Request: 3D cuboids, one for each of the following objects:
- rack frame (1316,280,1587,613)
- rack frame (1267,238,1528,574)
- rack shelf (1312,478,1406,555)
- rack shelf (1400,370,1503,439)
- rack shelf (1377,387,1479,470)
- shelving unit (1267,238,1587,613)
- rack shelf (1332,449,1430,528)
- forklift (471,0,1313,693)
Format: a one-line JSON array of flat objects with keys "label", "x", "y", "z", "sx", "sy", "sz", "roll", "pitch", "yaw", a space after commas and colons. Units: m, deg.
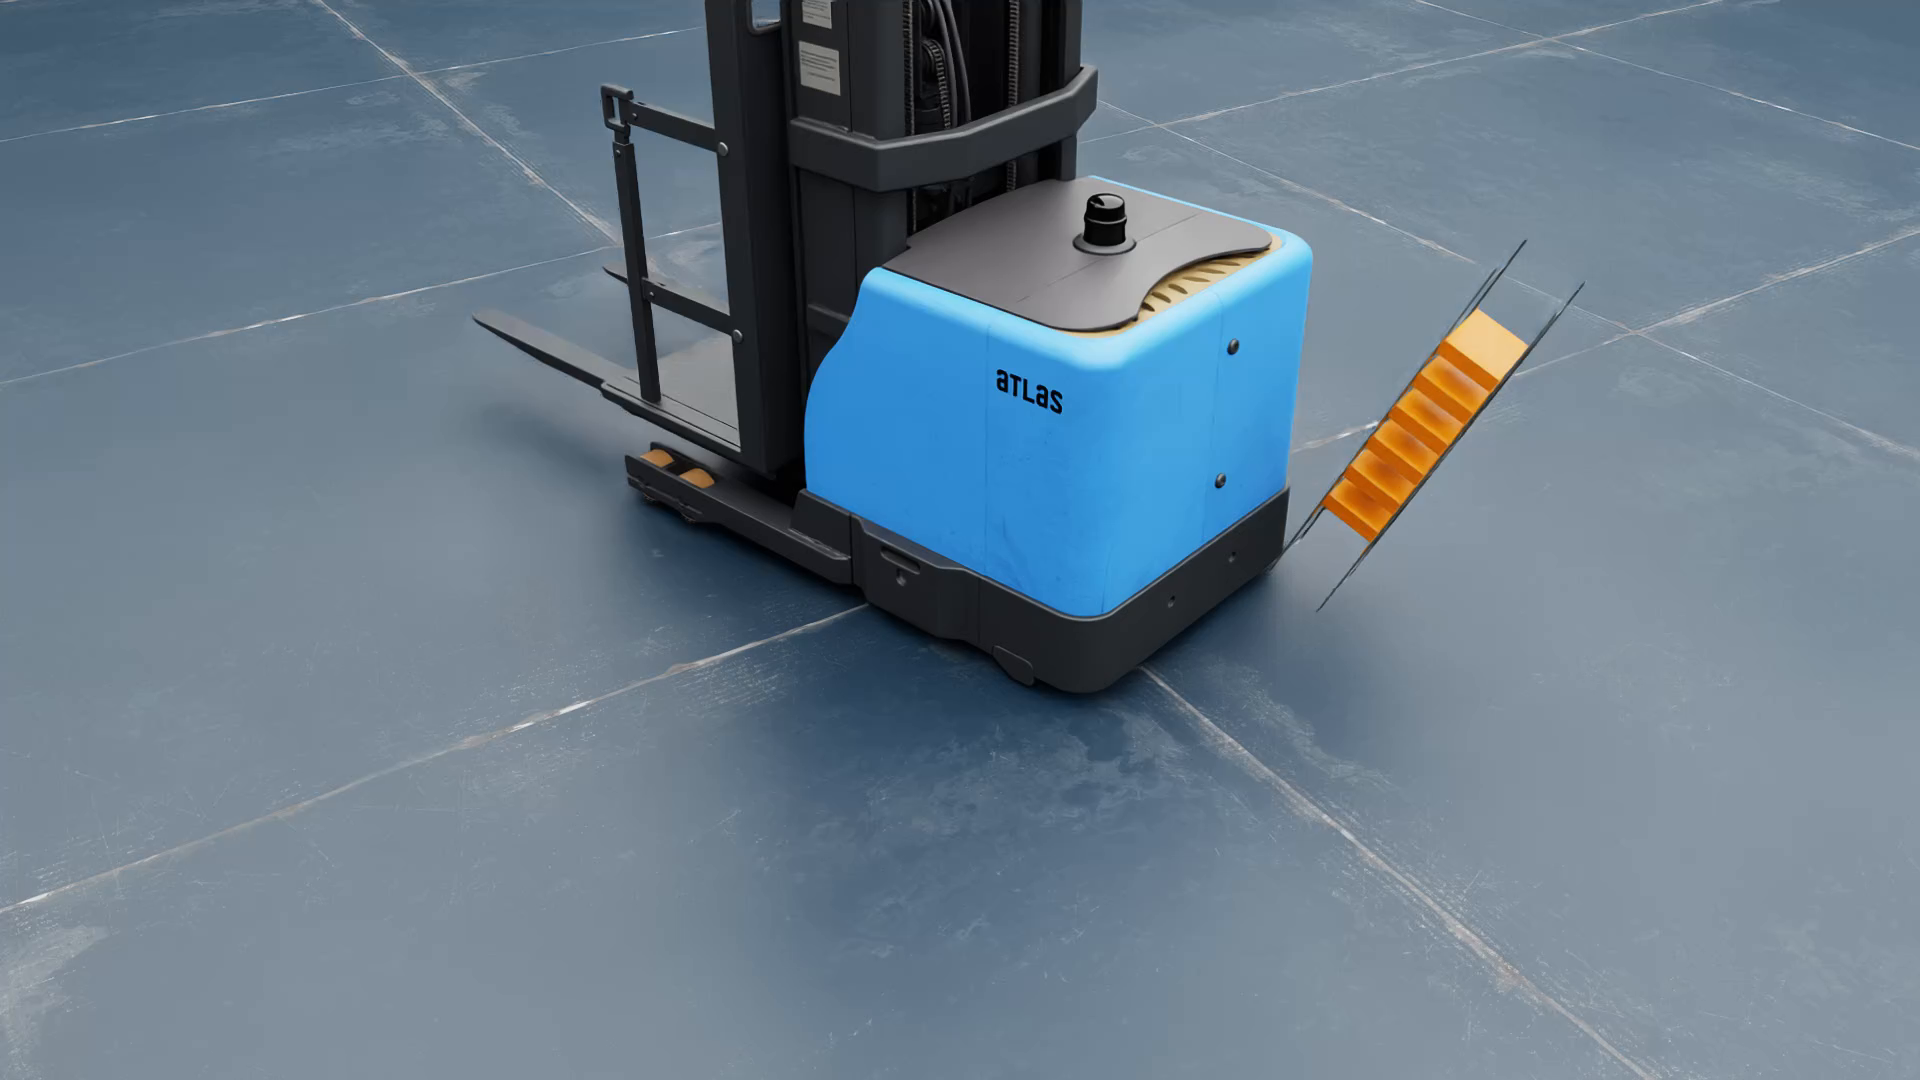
[{"label": "rack frame", "x": 1.328, "y": -0.225, "z": 4.581, "sx": 0.006, "sy": 1.200, "sz": 0.240, "roll": 40, "pitch": 44, "yaw": 12}, {"label": "rack frame", "x": 1.191, "y": -0.340, "z": 4.620, "sx": 0.006, "sy": 1.200, "sz": 0.240, "roll": 40, "pitch": 44, "yaw": 12}, {"label": "rack shelf", "x": 1.161, "y": -0.100, "z": 4.795, "sx": 0.180, "sy": 0.103, "sz": 0.258, "roll": 40, "pitch": 44, "yaw": 12}, {"label": "rack shelf", "x": 1.327, "y": -0.409, "z": 4.467, "sx": 0.180, "sy": 0.103, "sz": 0.258, "roll": 40, "pitch": 44, "yaw": 12}, {"label": "rack shelf", "x": 1.285, "y": -0.332, "z": 4.549, "sx": 0.180, "sy": 0.103, "sz": 0.258, "roll": 40, "pitch": 44, "yaw": 12}, {"label": "shelving unit", "x": 1.259, "y": -0.283, "z": 4.600, "sx": 0.189, "sy": 1.200, "sz": 0.258, "roll": 40, "pitch": 44, "yaw": 12}, {"label": "rack shelf", "x": 1.202, "y": -0.177, "z": 4.713, "sx": 0.180, "sy": 0.103, "sz": 0.258, "roll": 40, "pitch": 44, "yaw": 12}, {"label": "forklift", "x": -0.455, "y": -1.449, "z": 4.883, "sx": 3.031, "sy": 2.843, "sz": 1.129, "roll": 25, "pitch": 40, "yaw": 34}]
